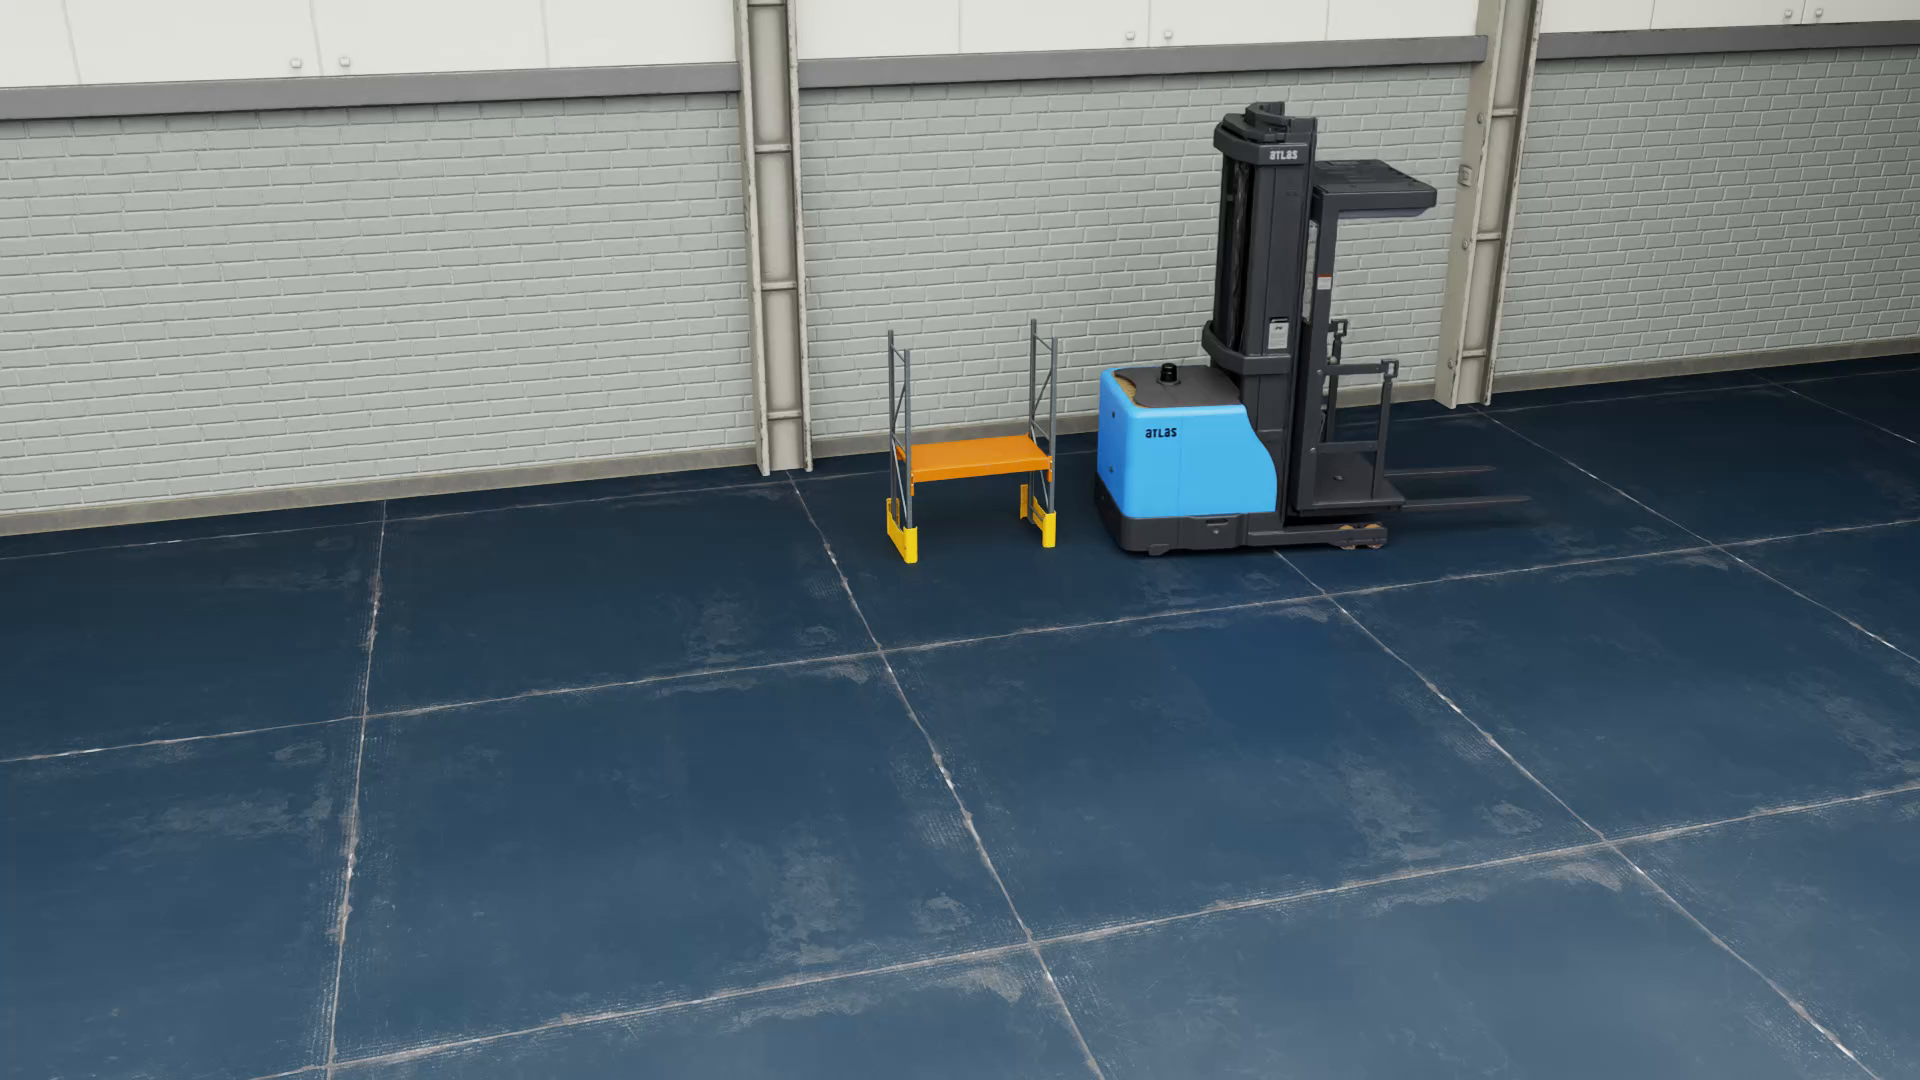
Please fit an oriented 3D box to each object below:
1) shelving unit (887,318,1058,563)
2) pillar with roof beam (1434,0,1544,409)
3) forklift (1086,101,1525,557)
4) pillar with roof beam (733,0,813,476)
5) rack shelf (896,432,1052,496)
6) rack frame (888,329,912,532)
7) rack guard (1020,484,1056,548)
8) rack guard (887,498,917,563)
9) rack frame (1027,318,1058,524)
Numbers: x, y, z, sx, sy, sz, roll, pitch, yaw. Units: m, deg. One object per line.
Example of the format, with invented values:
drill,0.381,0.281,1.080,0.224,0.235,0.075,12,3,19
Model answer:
shelving unit,0.073,-0.697,11.473,1.083,1.500,0.587,-6,24,-14
pillar with roof beam,5.558,-3.718,9.003,0.400,9.000,9.100,-6,24,-14
forklift,2.488,-1.479,11.481,3.031,2.935,1.130,-3,23,-7
pillar with roof beam,-0.219,-3.079,7.514,0.400,9.000,9.100,-6,24,-14
rack shelf,0.082,-0.533,11.546,1.000,0.185,0.538,-6,24,-14
rack frame,-0.407,-0.644,11.349,0.032,1.500,0.500,-6,24,-14
rack guard,0.553,-0.176,11.843,0.087,0.250,0.587,-6,24,-14
rack guard,-0.406,-0.070,11.596,0.087,0.250,0.587,-6,24,-14
rack frame,0.572,-0.752,11.602,0.032,1.500,0.500,-6,24,-14
